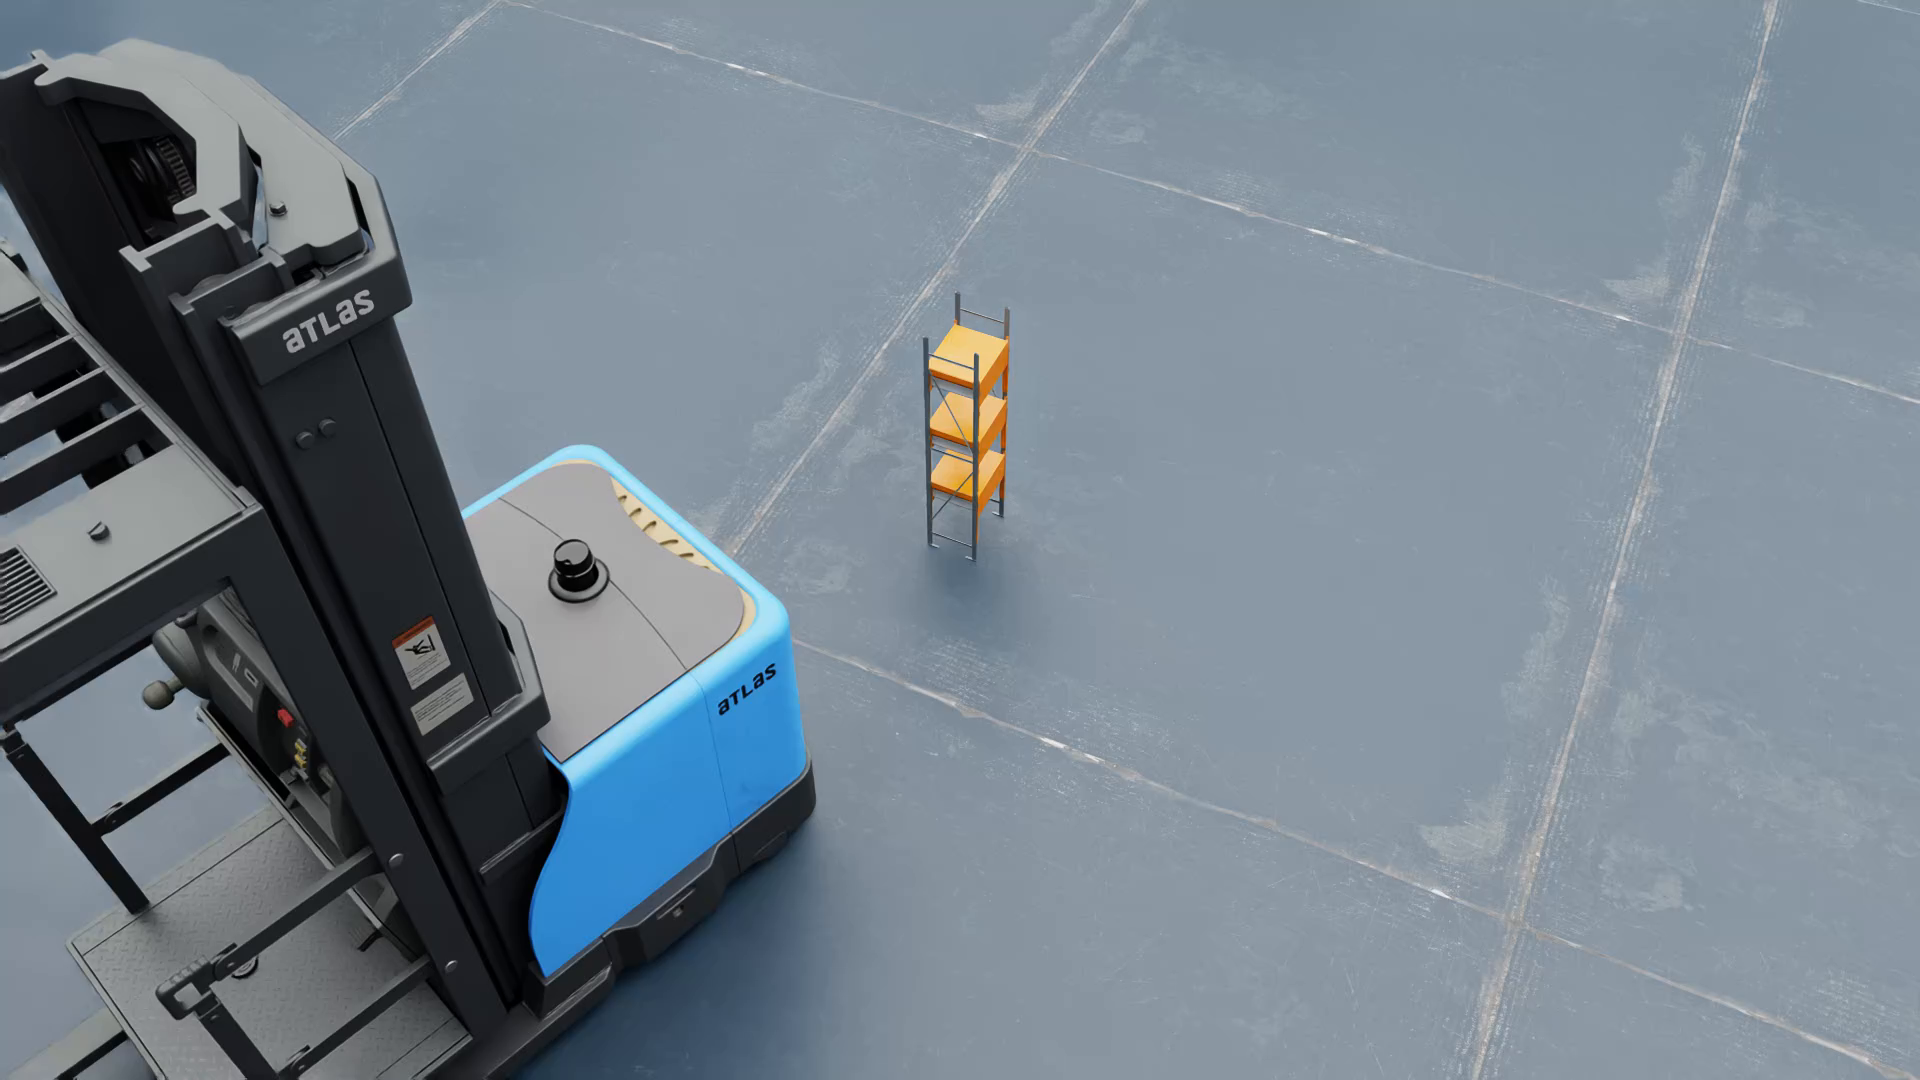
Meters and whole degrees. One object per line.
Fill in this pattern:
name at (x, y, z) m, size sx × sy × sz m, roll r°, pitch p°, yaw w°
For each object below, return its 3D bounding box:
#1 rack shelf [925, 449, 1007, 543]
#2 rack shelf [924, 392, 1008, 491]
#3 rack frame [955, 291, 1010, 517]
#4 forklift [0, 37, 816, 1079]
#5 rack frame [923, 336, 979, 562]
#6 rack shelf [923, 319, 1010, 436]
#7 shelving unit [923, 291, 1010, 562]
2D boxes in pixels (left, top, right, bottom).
rack shelf at (0.023, -0.190, 6.101) m, size 0.215 × 0.259 × 0.240 m, roll 20°, pitch 52°, yaw 16°
rack shelf at (0.023, -0.370, 5.890) m, size 0.215 × 0.259 × 0.240 m, roll 20°, pitch 52°, yaw 16°
rack frame at (0.075, -0.461, 5.953) m, size 0.200 × 1.050 × 0.008 m, roll 20°, pitch 52°, yaw 16°
forklift at (-1.871, 0.477, 3.920) m, size 3.031 × 2.935 × 1.130 m, roll -37°, pitch 59°, yaw -27°
rack frame at (-0.029, -0.293, 5.810) m, size 0.200 × 1.050 × 0.008 m, roll 20°, pitch 52°, yaw 16°
rack shelf at (0.023, -0.554, 5.673) m, size 0.215 × 0.259 × 0.240 m, roll 20°, pitch 52°, yaw 16°
shelving unit at (0.023, -0.377, 5.882) m, size 0.215 × 1.050 × 0.252 m, roll 20°, pitch 52°, yaw 16°
